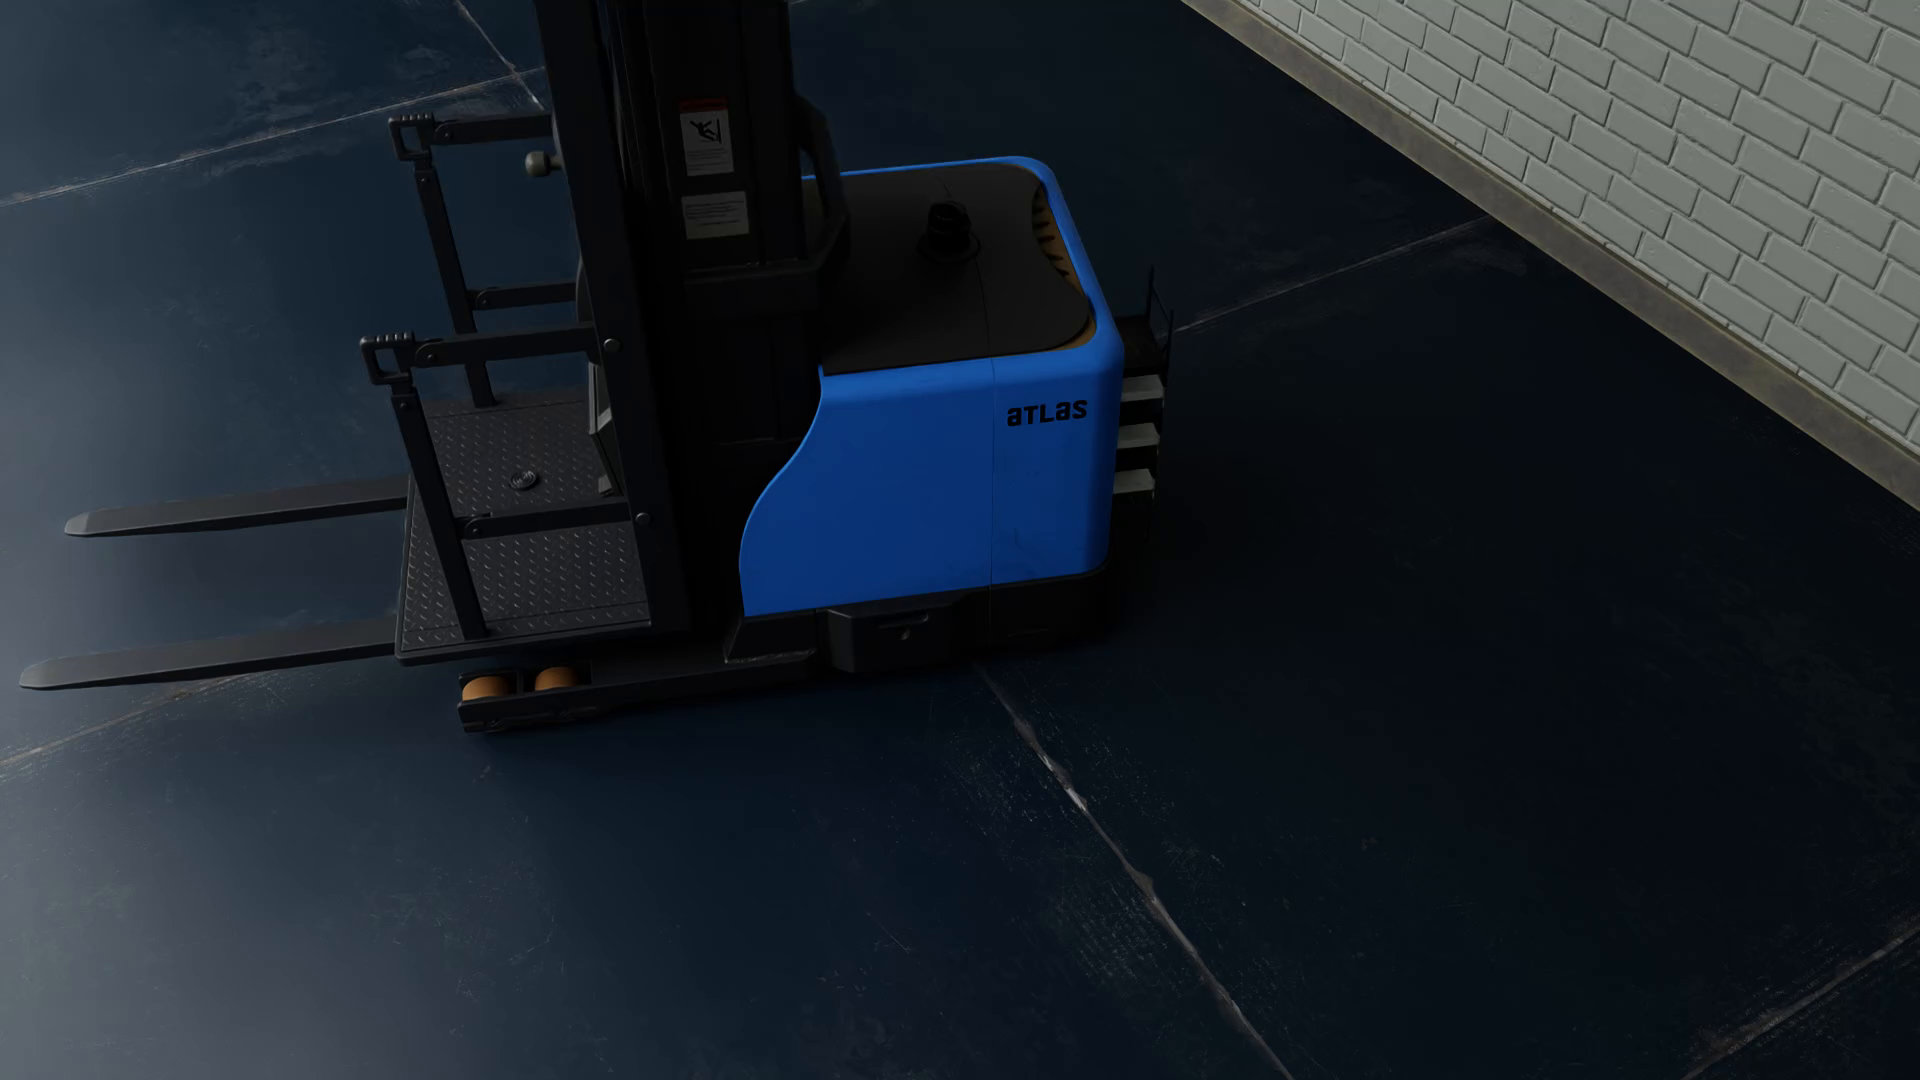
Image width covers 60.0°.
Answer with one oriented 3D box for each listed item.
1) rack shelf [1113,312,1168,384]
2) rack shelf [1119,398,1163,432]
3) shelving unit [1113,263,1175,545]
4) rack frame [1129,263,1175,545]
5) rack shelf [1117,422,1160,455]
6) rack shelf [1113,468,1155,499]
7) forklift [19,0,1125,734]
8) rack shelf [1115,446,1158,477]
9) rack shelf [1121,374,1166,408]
[{"bbox_3d":[0.472,-0.548,4.829,0.200,0.077,0.258,-7,45,-7],"label":"rack shelf"},{"bbox_3d":[0.472,-0.419,4.954,0.200,0.077,0.258,-7,45,-7],"label":"rack shelf"},{"bbox_3d":[0.472,-0.378,4.993,0.210,0.900,0.258,-7,45,-7],"label":"shelving unit"},{"bbox_3d":[0.572,-0.391,5.006,0.006,0.900,0.240,-7,45,-7],"label":"rack frame"},{"bbox_3d":[0.472,-0.354,5.017,0.200,0.077,0.258,-7,45,-7],"label":"rack shelf"},{"bbox_3d":[0.472,-0.225,5.142,0.200,0.077,0.258,-7,45,-7],"label":"rack shelf"},{"bbox_3d":[-1.129,-0.910,4.083,3.031,2.935,1.130,-7,45,-7],"label":"forklift"},{"bbox_3d":[0.472,-0.290,5.079,0.200,0.077,0.258,-7,45,-7],"label":"rack shelf"},{"bbox_3d":[0.472,-0.483,4.891,0.200,0.077,0.258,-7,45,-7],"label":"rack shelf"}]
